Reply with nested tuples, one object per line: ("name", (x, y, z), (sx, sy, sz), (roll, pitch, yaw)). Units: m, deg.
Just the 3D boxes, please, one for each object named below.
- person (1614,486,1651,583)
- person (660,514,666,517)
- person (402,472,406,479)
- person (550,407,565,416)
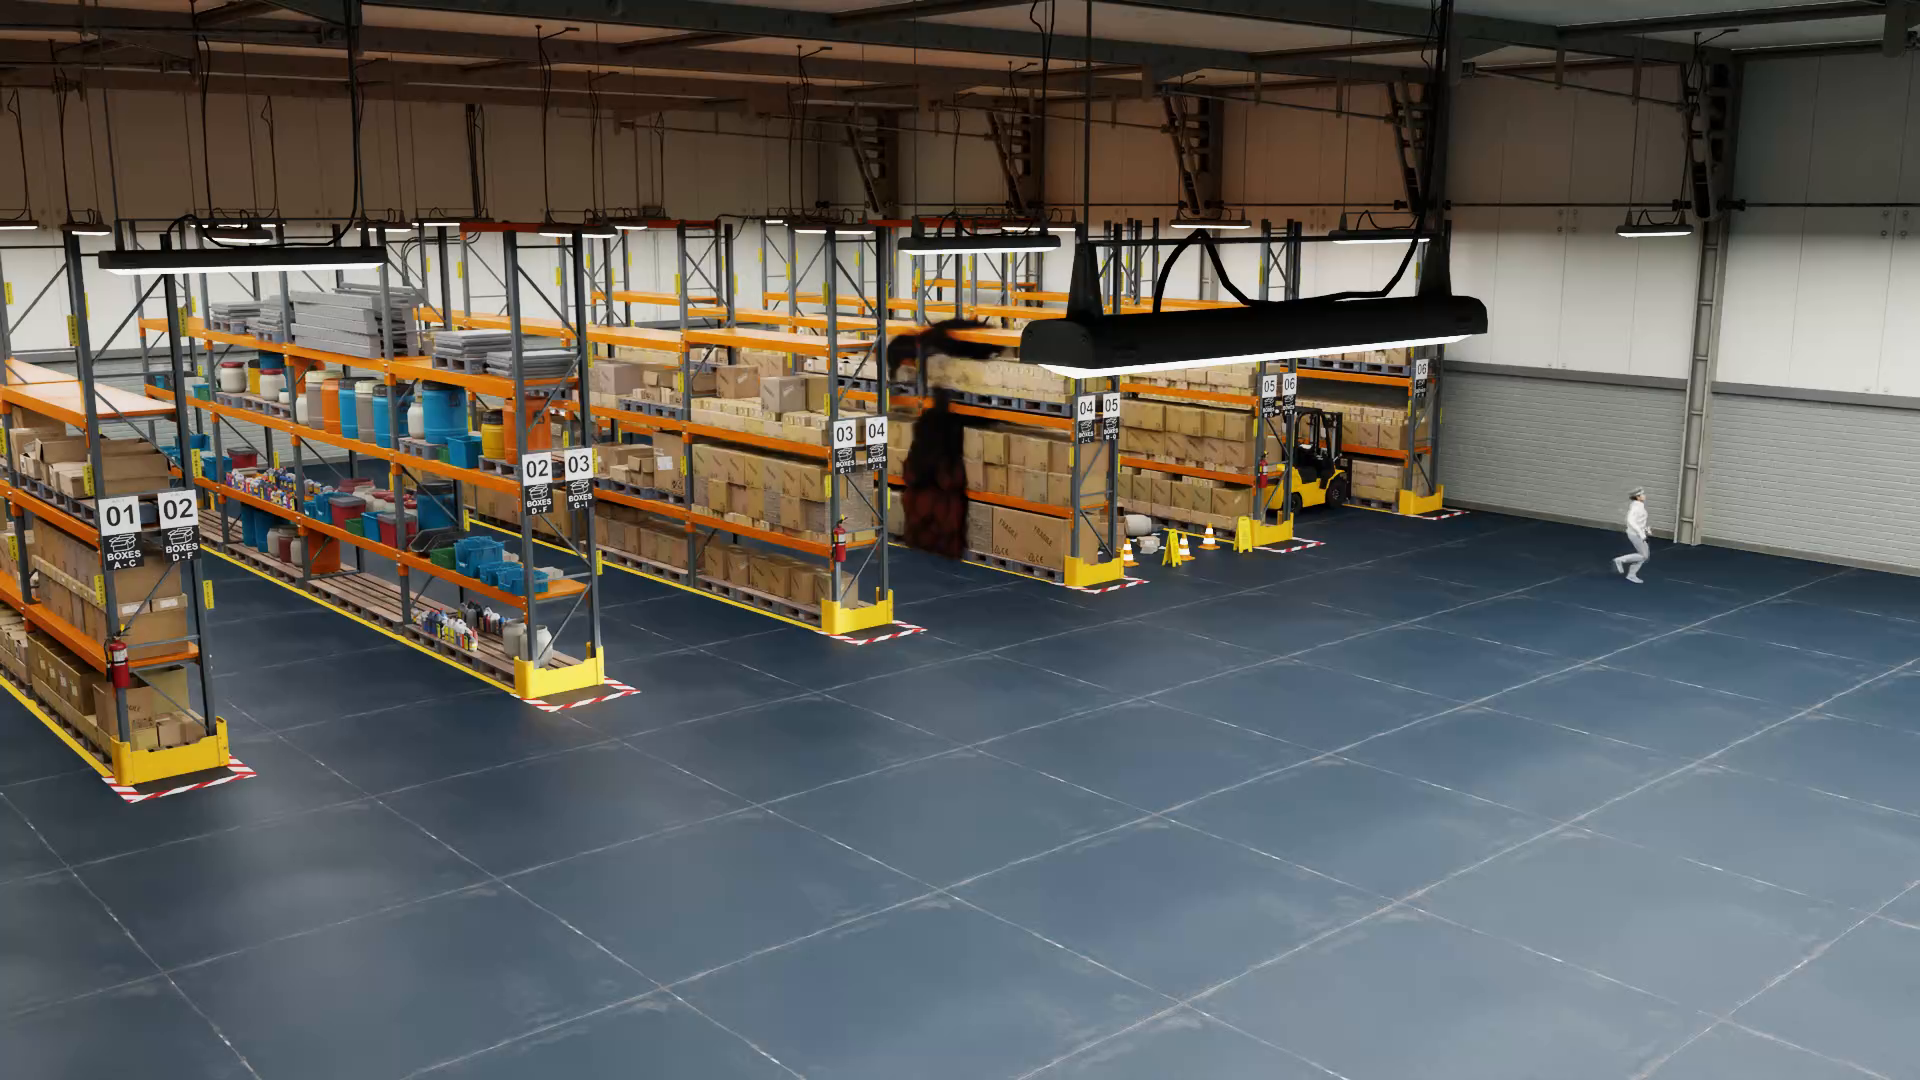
("person", (11.452, -0.099, 28.272), (0.550, 1.670, 0.629), (4, 12, 20))
("person", (-5.899, -1.199, 33.578), (1.046, 1.559, 0.690), (10, 15, 41))
("person", (-12.452, -2.186, 38.188), (0.998, 1.774, 0.676), (-7, 13, -30))
("person", (-9.495, -2.361, 39.168), (0.705, 1.847, 0.820), (-5, 13, -24))
